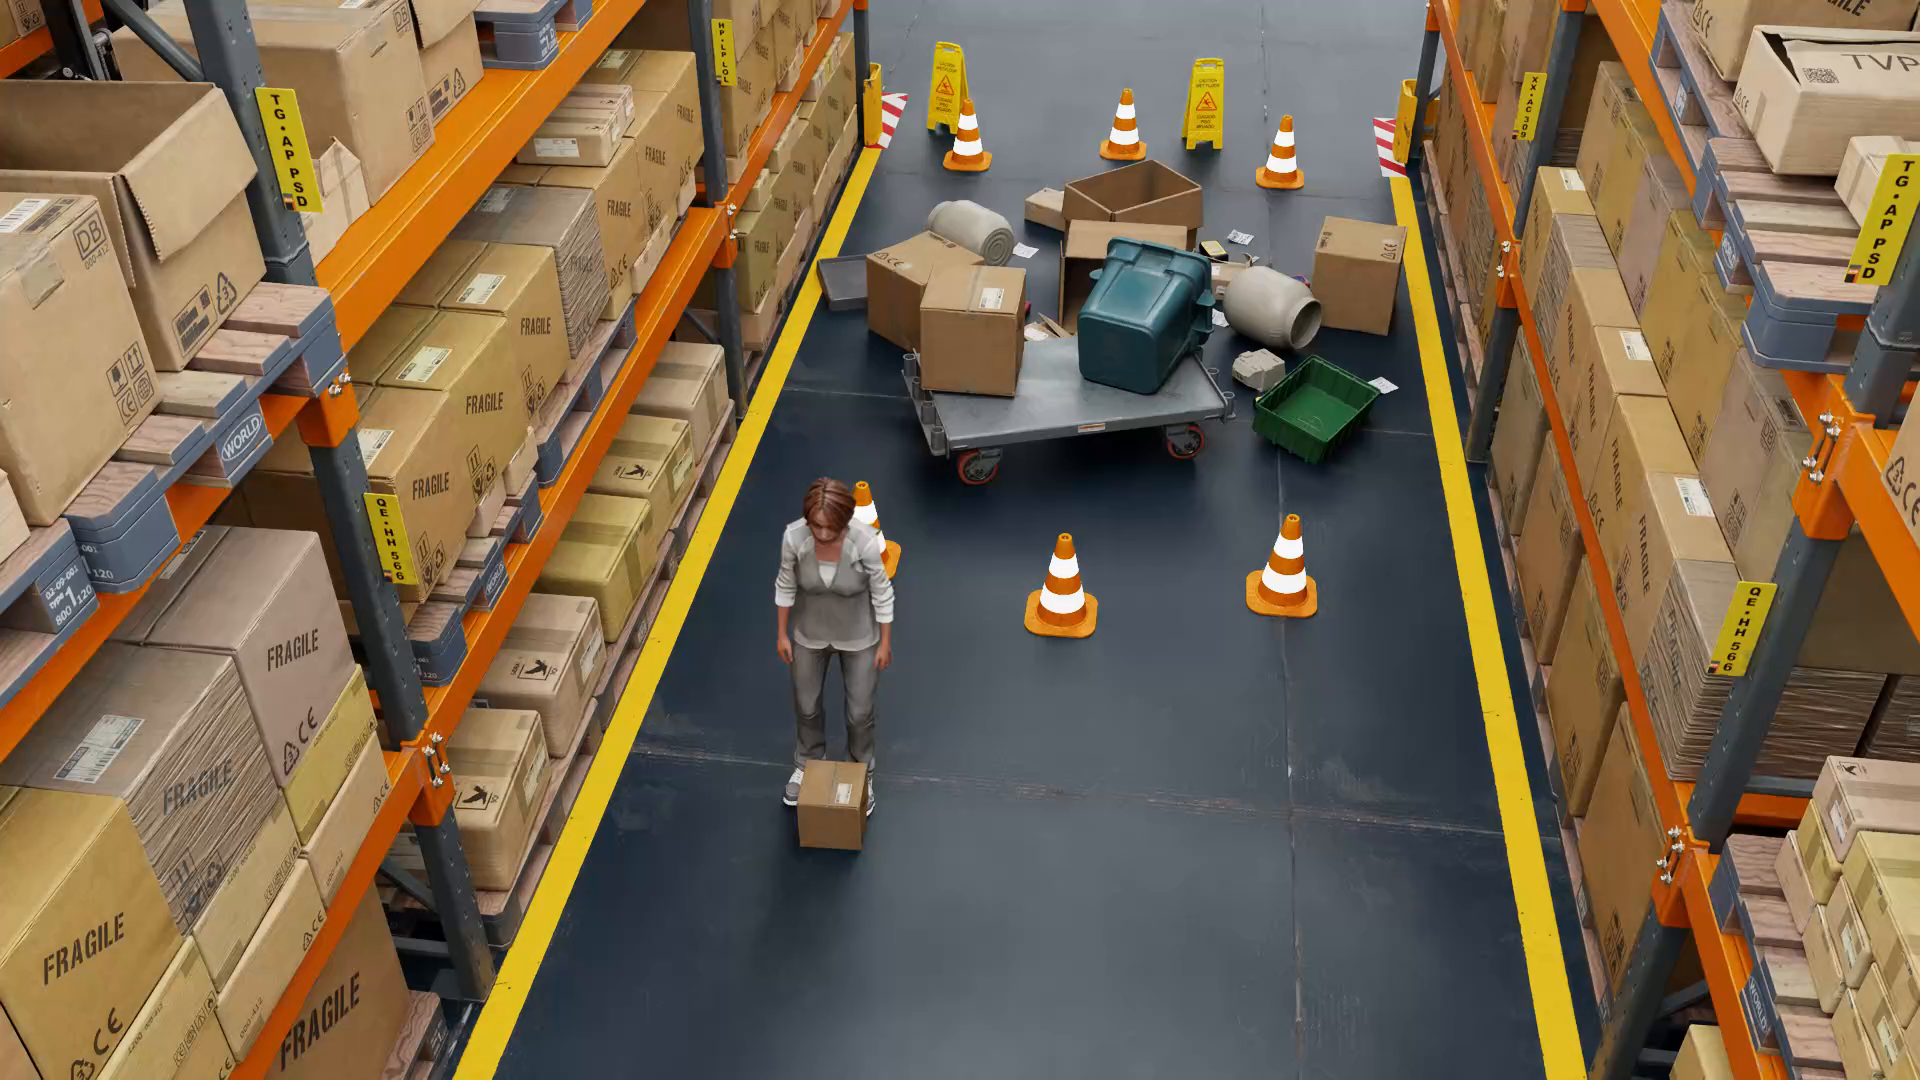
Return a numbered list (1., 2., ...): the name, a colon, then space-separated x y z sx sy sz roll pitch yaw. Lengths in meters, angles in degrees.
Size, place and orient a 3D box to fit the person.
1. person: -0.491 0.400 6.508 0.469 1.593 0.366 4 37 5
